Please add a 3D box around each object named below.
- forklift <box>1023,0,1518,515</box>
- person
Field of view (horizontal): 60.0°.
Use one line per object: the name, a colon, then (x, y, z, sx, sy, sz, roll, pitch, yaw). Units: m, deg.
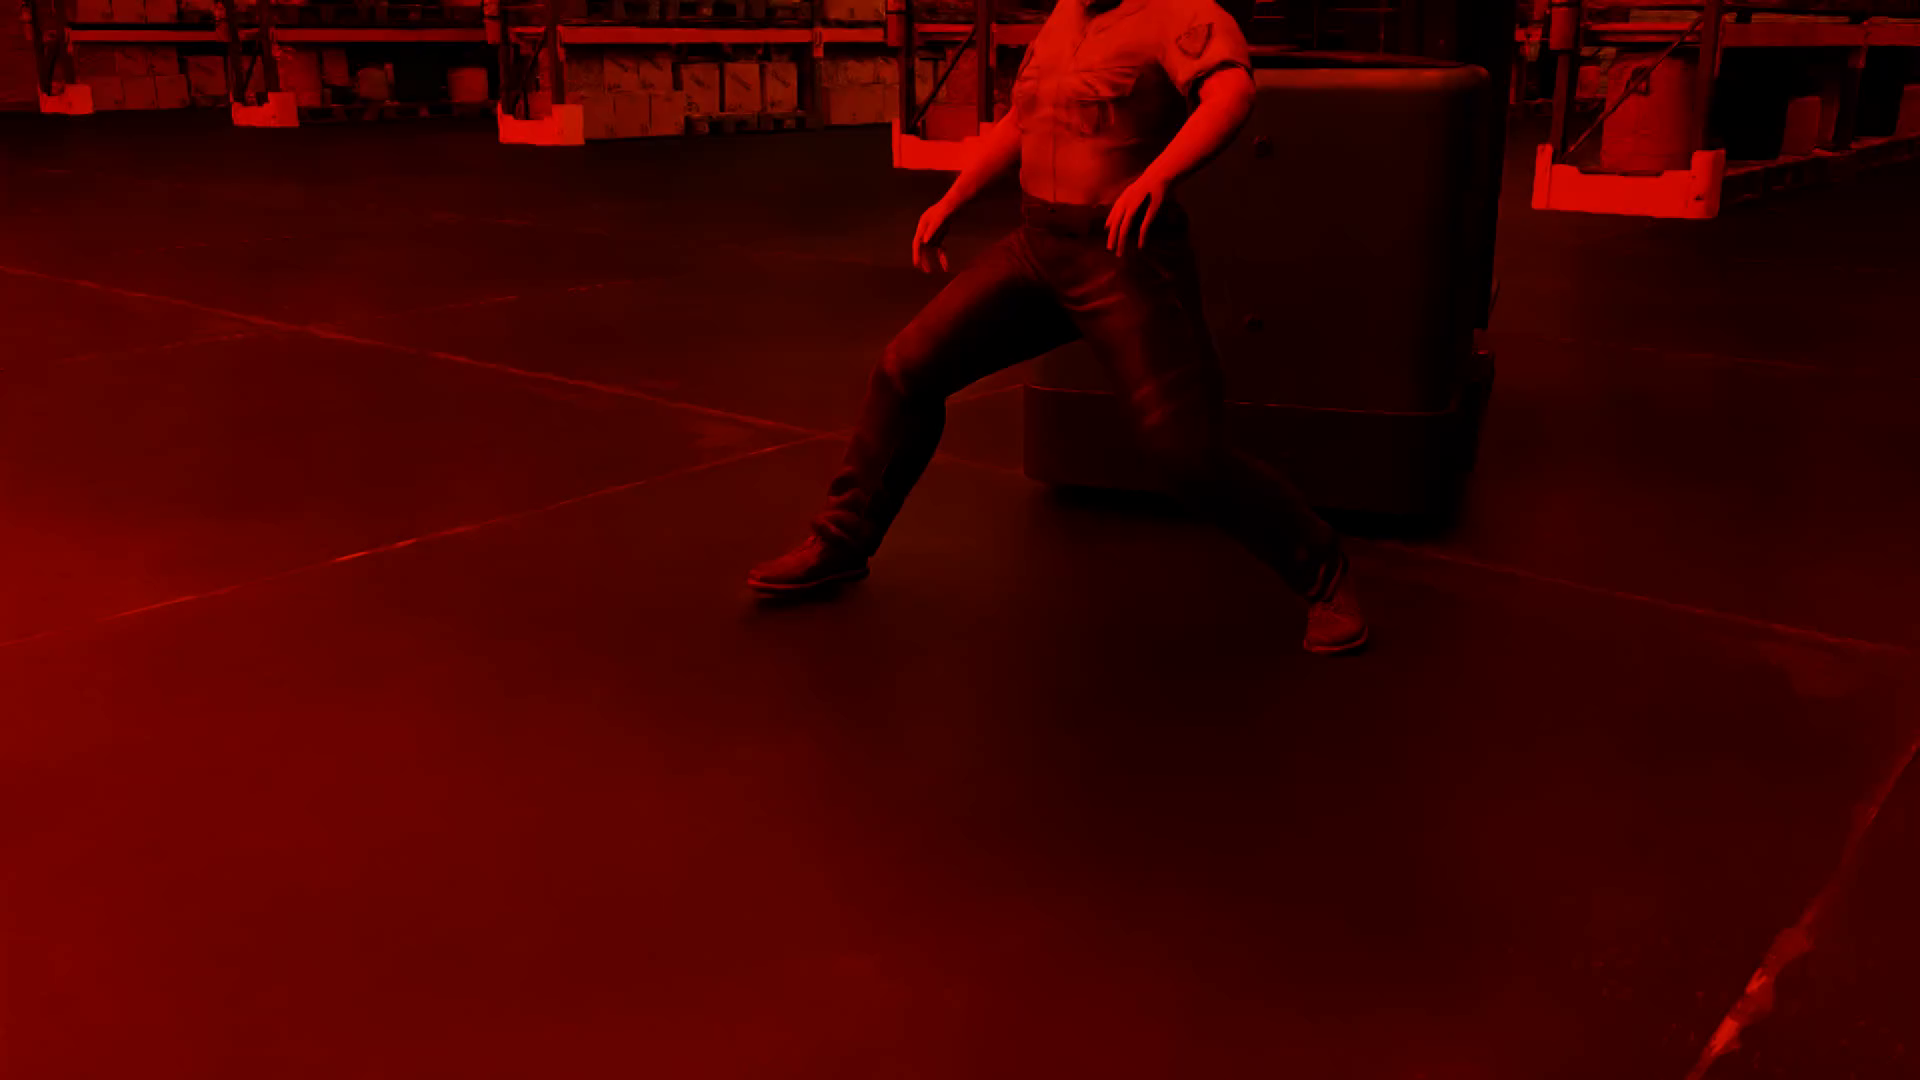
forklift: (1.134, -1.848, 4.984, 1.130, 2.935, 3.031, 6, 18, 19)
person: (0.211, -0.544, 3.208, 0.996, 1.490, 0.998, -11, 20, -33)
